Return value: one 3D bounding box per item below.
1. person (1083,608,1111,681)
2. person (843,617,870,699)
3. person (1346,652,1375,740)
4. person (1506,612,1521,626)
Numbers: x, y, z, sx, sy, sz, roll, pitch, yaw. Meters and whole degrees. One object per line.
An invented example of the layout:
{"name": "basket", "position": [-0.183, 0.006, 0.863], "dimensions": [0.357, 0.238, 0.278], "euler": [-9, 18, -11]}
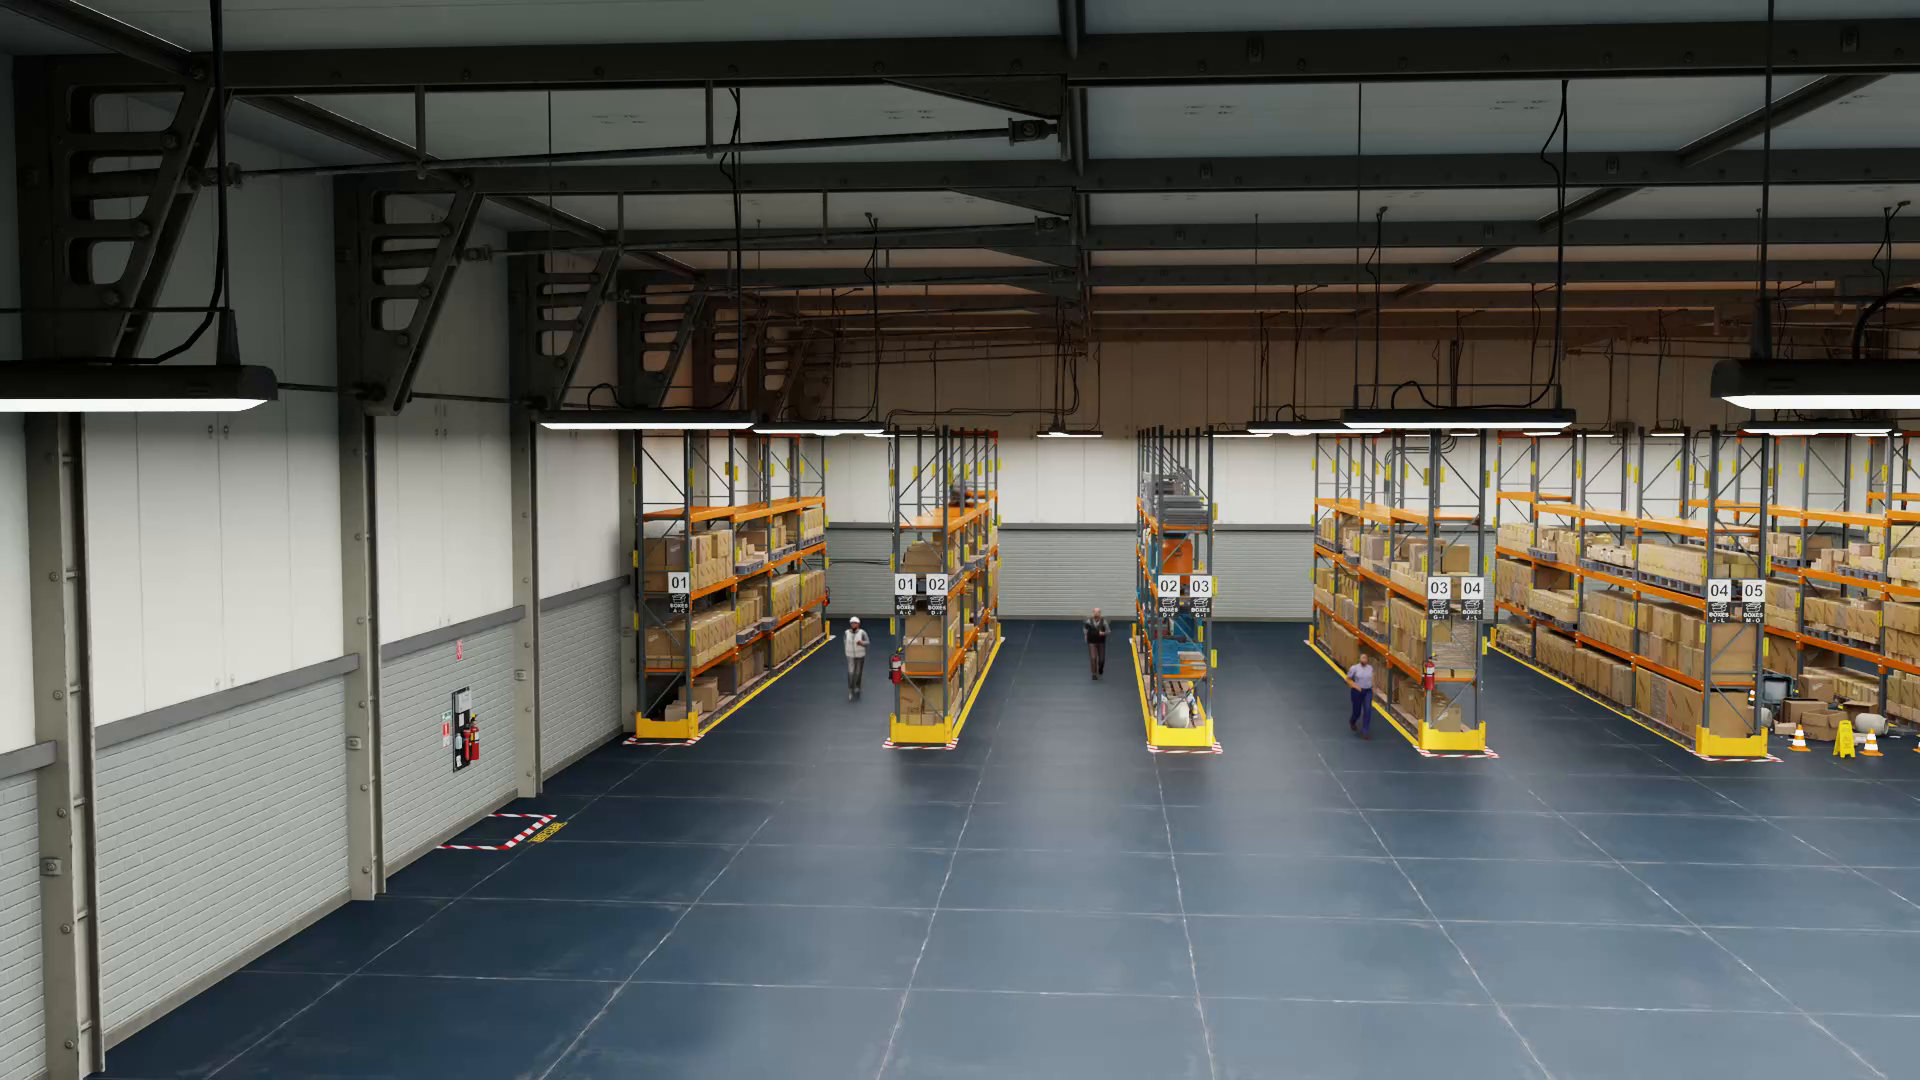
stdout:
{"name": "person", "position": [3.260, 2.475, 39.701], "dimensions": [0.667, 1.699, 0.915], "euler": [0, 3, 5]}
{"name": "person", "position": [-2.307, 2.621, 37.035], "dimensions": [0.628, 1.843, 0.778], "euler": [0, 3, 2]}
{"name": "person", "position": [7.750, 2.987, 32.129], "dimensions": [0.607, 1.645, 0.816], "euler": [0, 3, -2]}
{"name": "person", "position": [15.849, 2.080, 47.393], "dimensions": [0.637, 1.694, 0.603], "euler": [2, 4, 30]}
